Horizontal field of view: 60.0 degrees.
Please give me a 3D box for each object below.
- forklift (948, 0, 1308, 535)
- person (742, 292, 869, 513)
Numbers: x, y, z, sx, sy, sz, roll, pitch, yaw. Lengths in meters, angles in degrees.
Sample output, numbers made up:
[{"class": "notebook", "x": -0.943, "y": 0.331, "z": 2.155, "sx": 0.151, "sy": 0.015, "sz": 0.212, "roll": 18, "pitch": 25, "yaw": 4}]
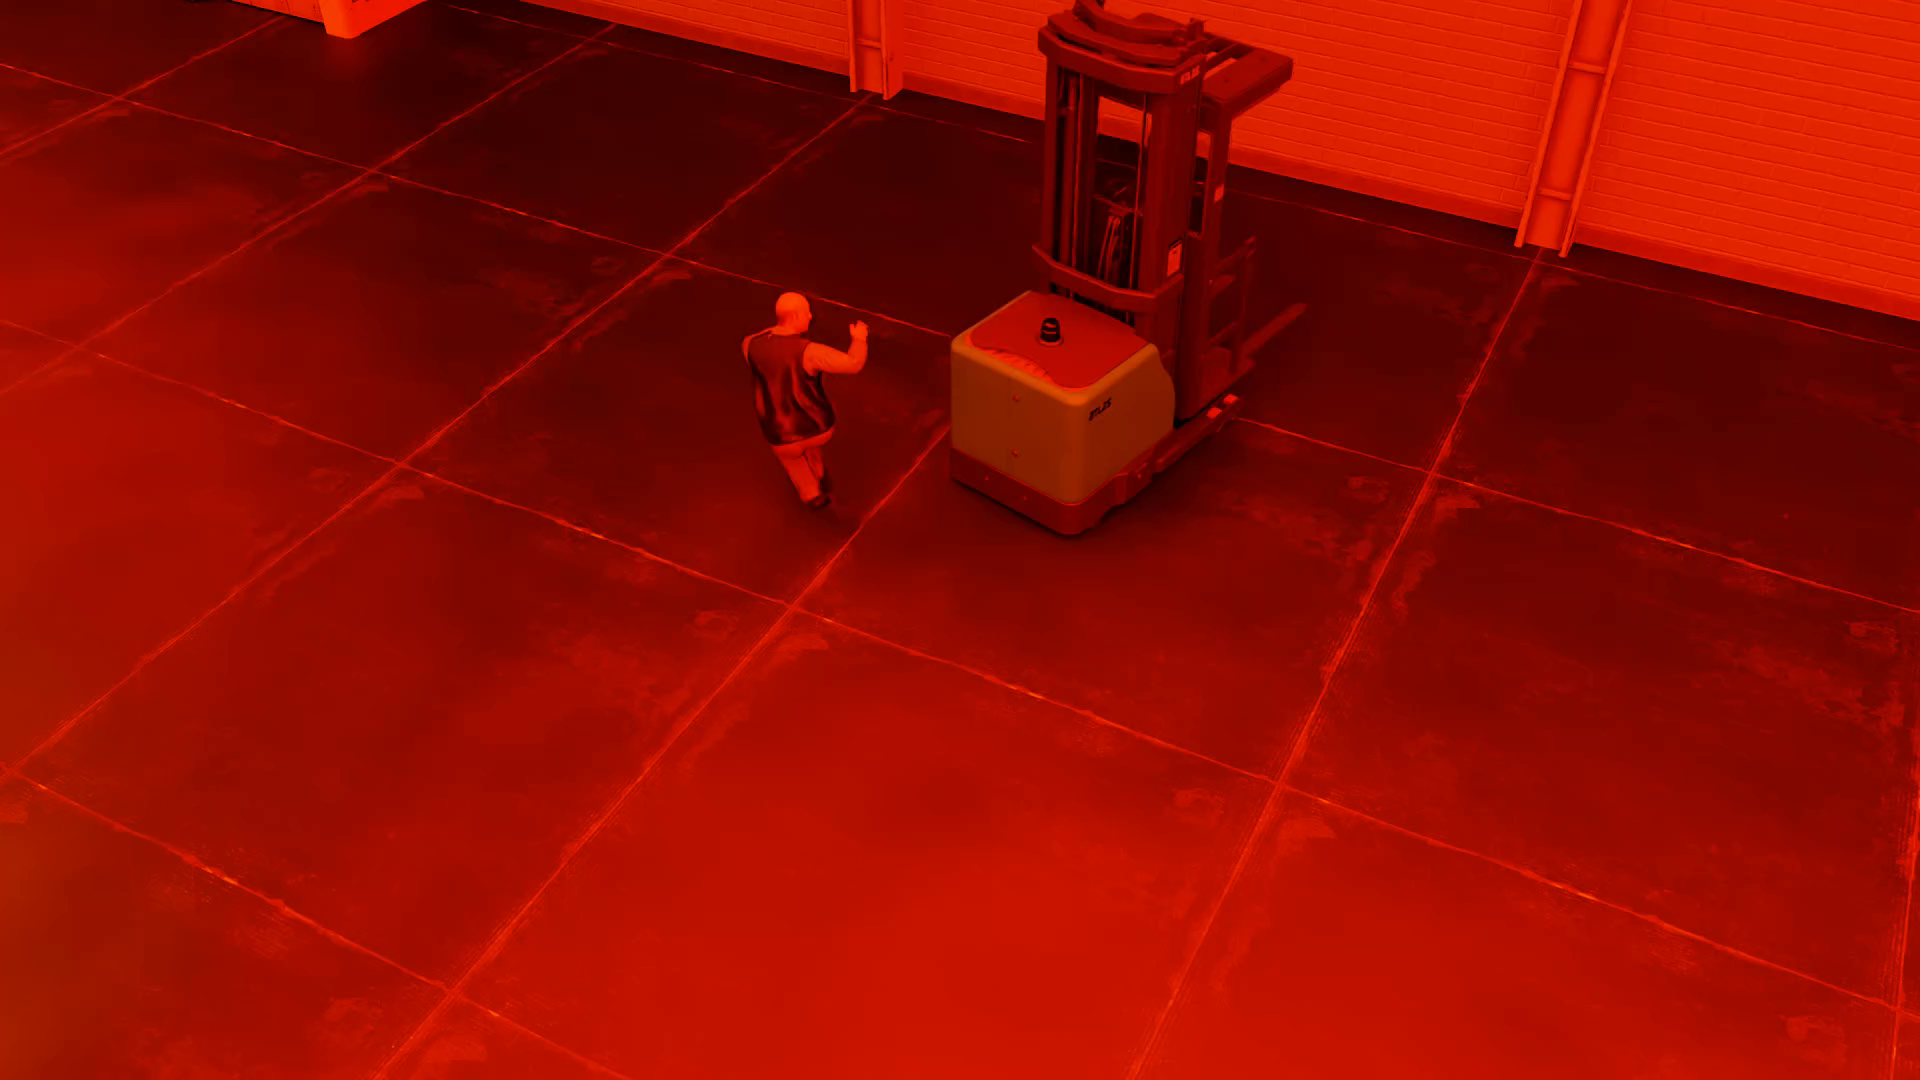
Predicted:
[{"class": "forklift", "x": 1.262, "y": -2.029, "z": 10.396, "sx": 1.130, "sy": 2.935, "sz": 3.031, "roll": 29, "pitch": 48, "yaw": 30}, {"class": "person", "x": -0.932, "y": -0.924, "z": 10.245, "sx": 0.771, "sy": 1.451, "sz": 1.048, "roll": -5, "pitch": 40, "yaw": -6}]
